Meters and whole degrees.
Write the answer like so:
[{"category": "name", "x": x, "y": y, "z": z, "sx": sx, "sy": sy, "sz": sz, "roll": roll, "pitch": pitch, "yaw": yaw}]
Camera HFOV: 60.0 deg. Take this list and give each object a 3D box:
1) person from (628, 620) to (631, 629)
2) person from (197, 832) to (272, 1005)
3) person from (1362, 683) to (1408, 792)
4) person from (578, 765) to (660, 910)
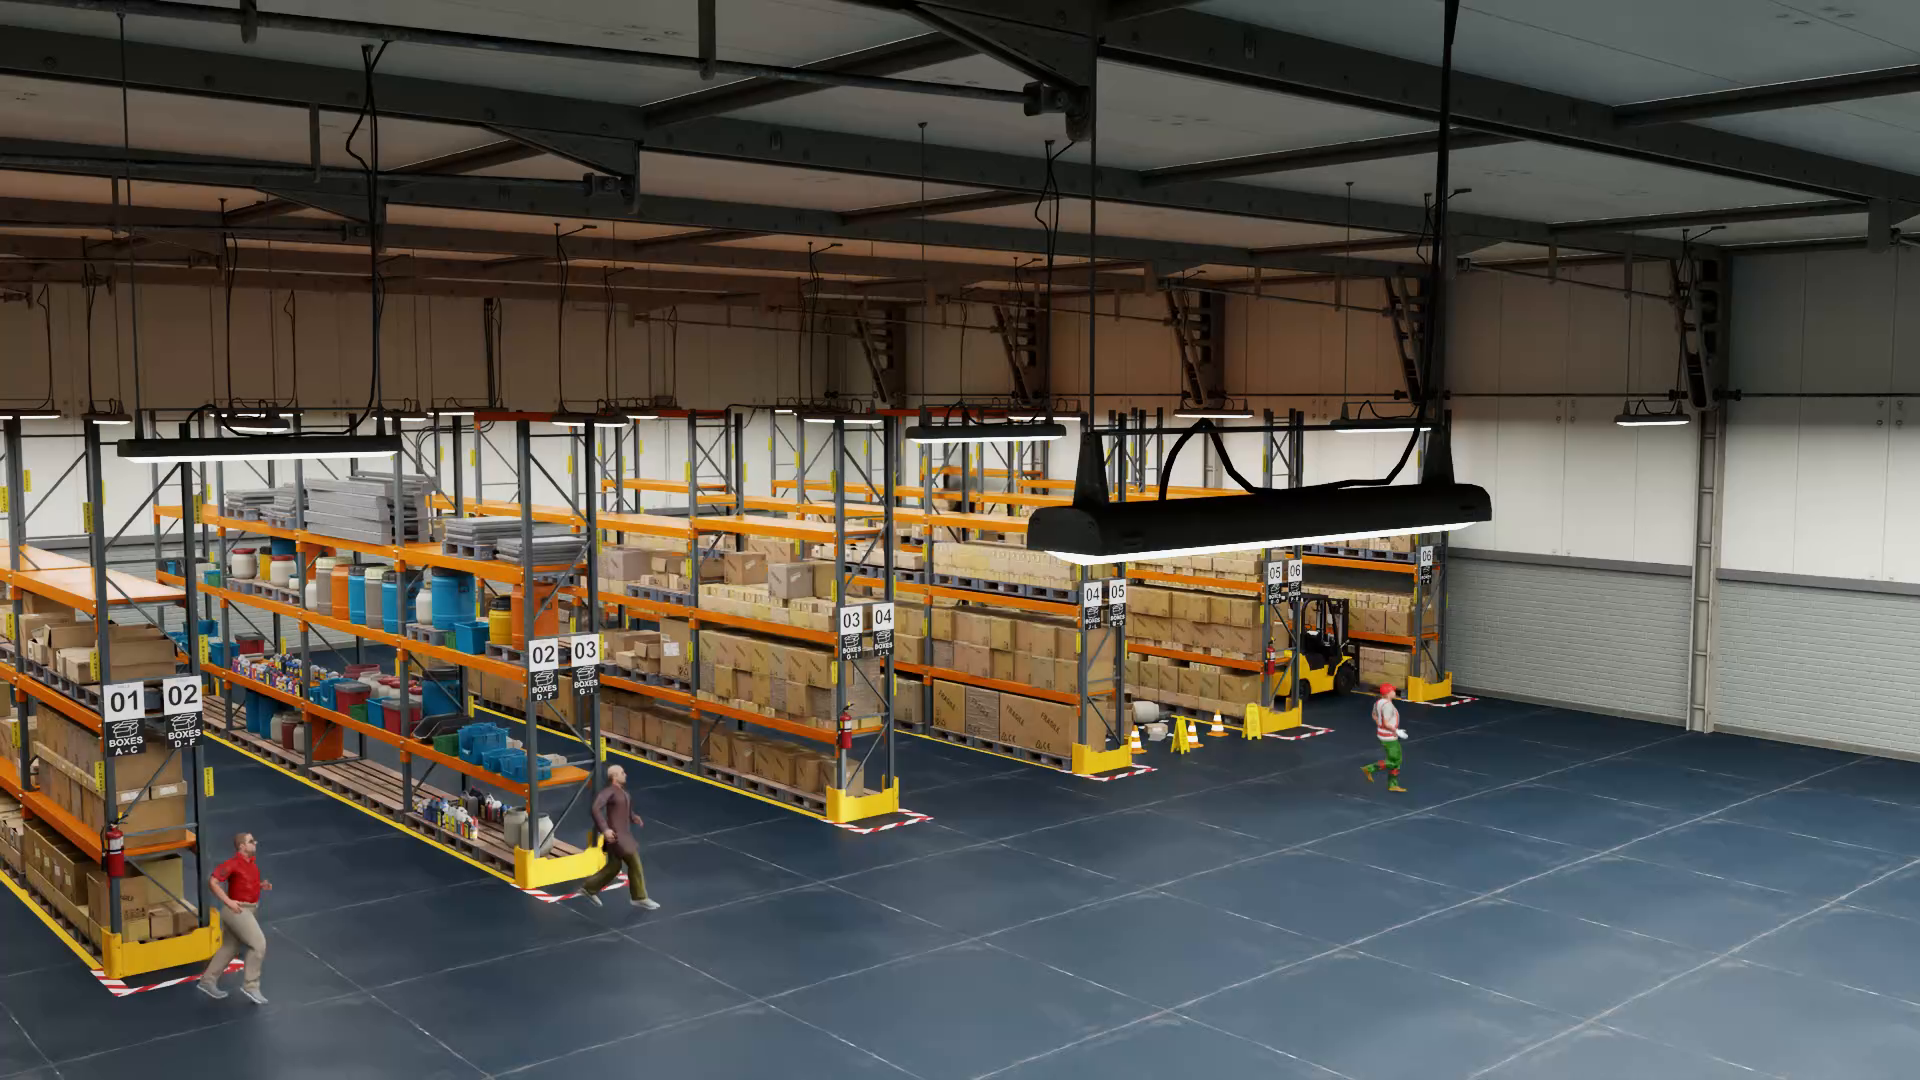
[{"category": "person", "x": -6.791, "y": 2.505, "z": 33.980, "sx": 0.705, "sy": 1.752, "sz": 0.591, "roll": 5, "pitch": 7, "yaw": 42}, {"category": "person", "x": -7.601, "y": 3.990, "z": 17.447, "sx": 0.737, "sy": 1.713, "sz": 0.663, "roll": -1, "pitch": 5, "yaw": -15}, {"category": "person", "x": 6.751, "y": 3.145, "z": 26.450, "sx": 0.744, "sy": 1.759, "sz": 0.655, "roll": 0, "pitch": 5, "yaw": 1}, {"category": "person", "x": -4.203, "y": 3.651, "z": 20.462, "sx": 1.014, "sy": 1.769, "sz": 0.706, "roll": 0, "pitch": 5, "yaw": -3}]
